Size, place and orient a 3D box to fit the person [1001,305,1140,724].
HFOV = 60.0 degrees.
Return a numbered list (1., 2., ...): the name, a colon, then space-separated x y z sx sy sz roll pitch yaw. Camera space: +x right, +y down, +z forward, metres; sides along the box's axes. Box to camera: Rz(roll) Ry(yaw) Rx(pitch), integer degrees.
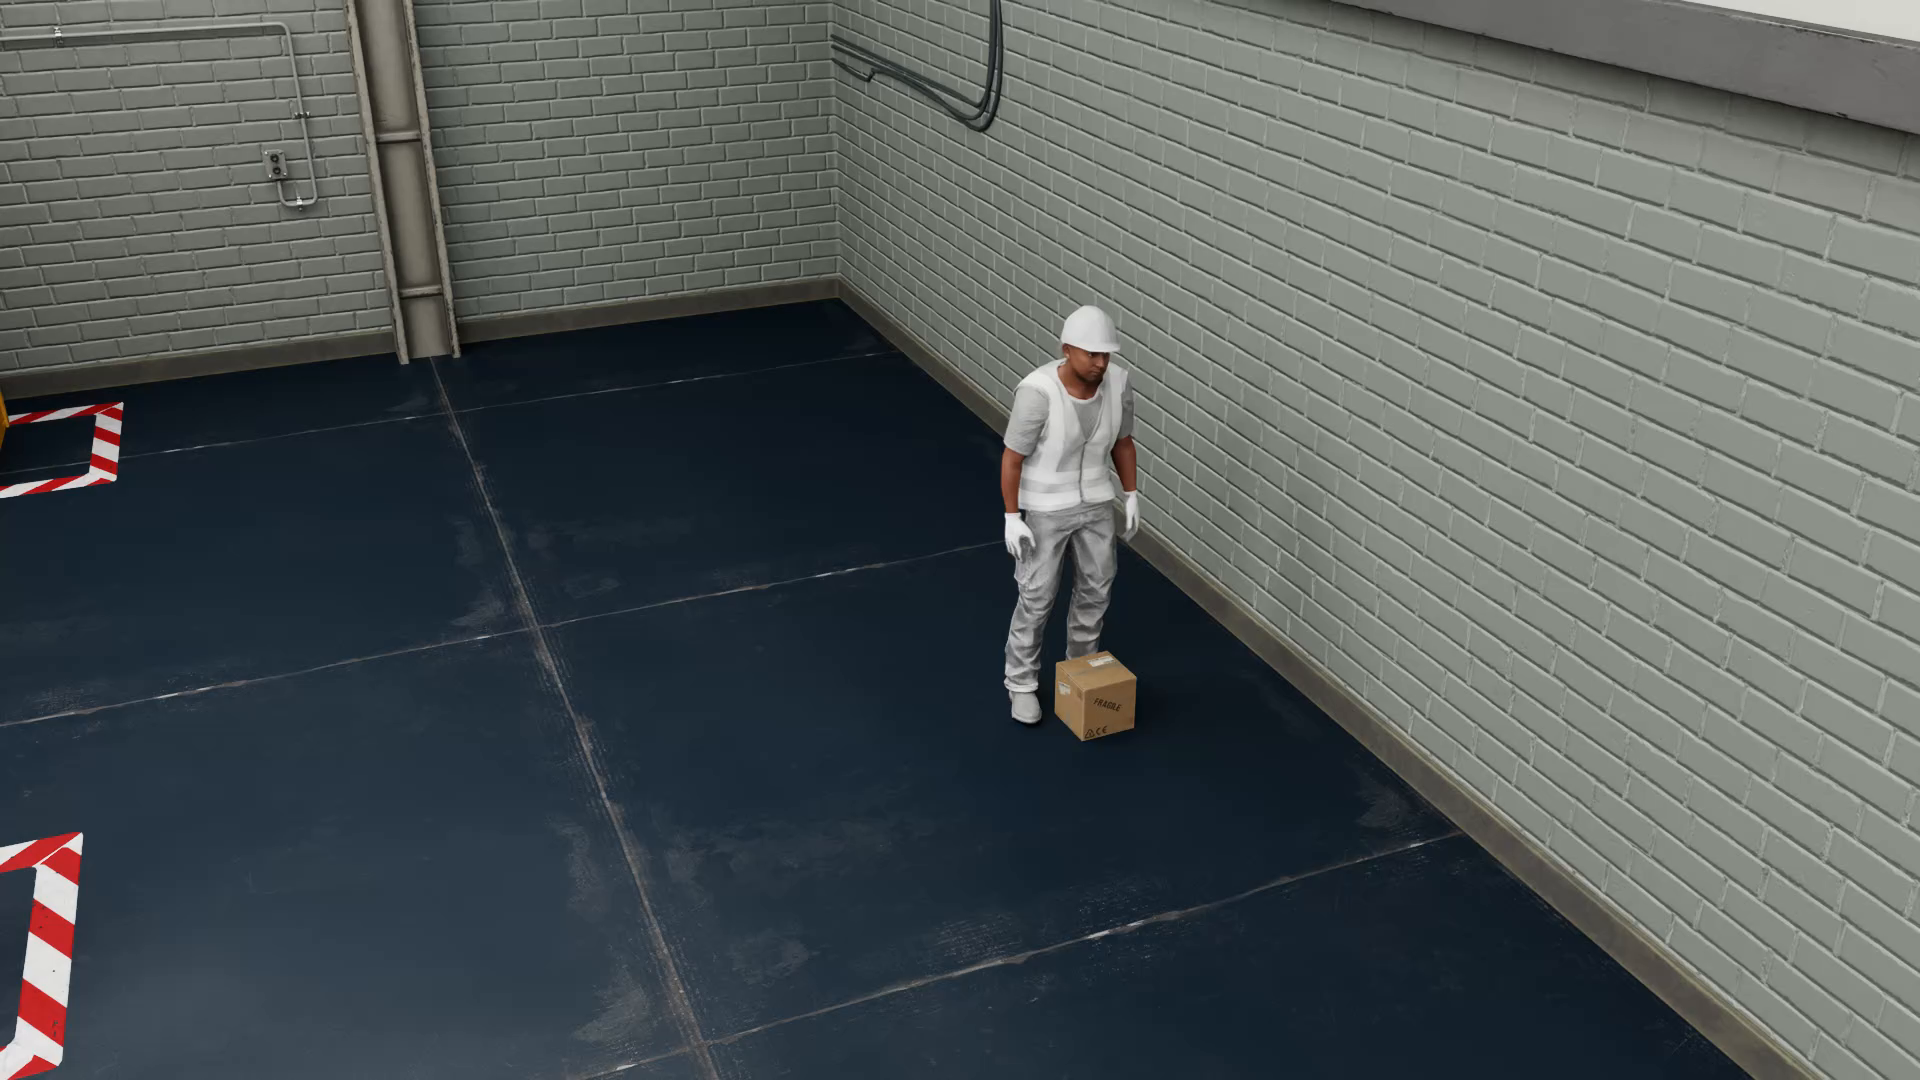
1. person: 0.457 -0.118 6.844 0.633 1.775 0.448 -11 28 -22
